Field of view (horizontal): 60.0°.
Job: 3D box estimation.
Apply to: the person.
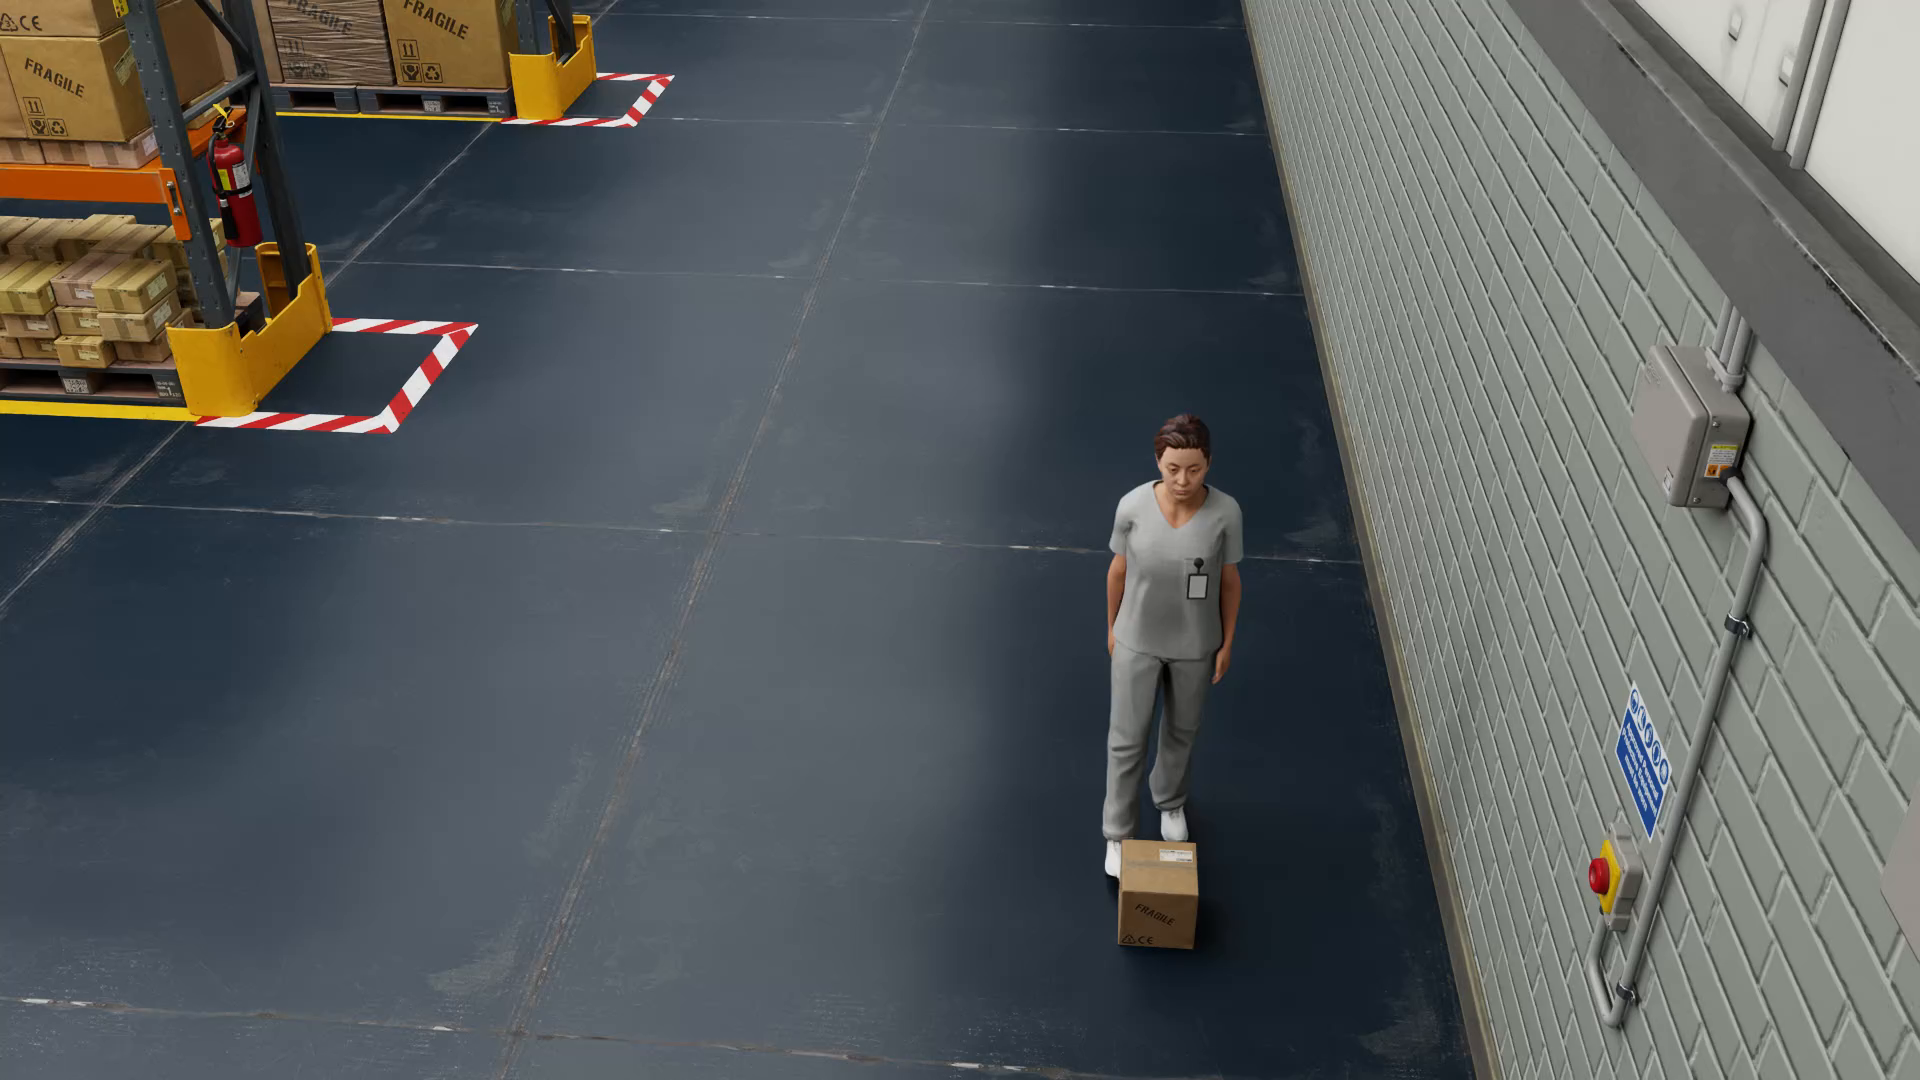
[{"bbox_3d":[0.699,0.373,5.544,0.442,1.670,0.520,3,32,5],"label":"person"}]
